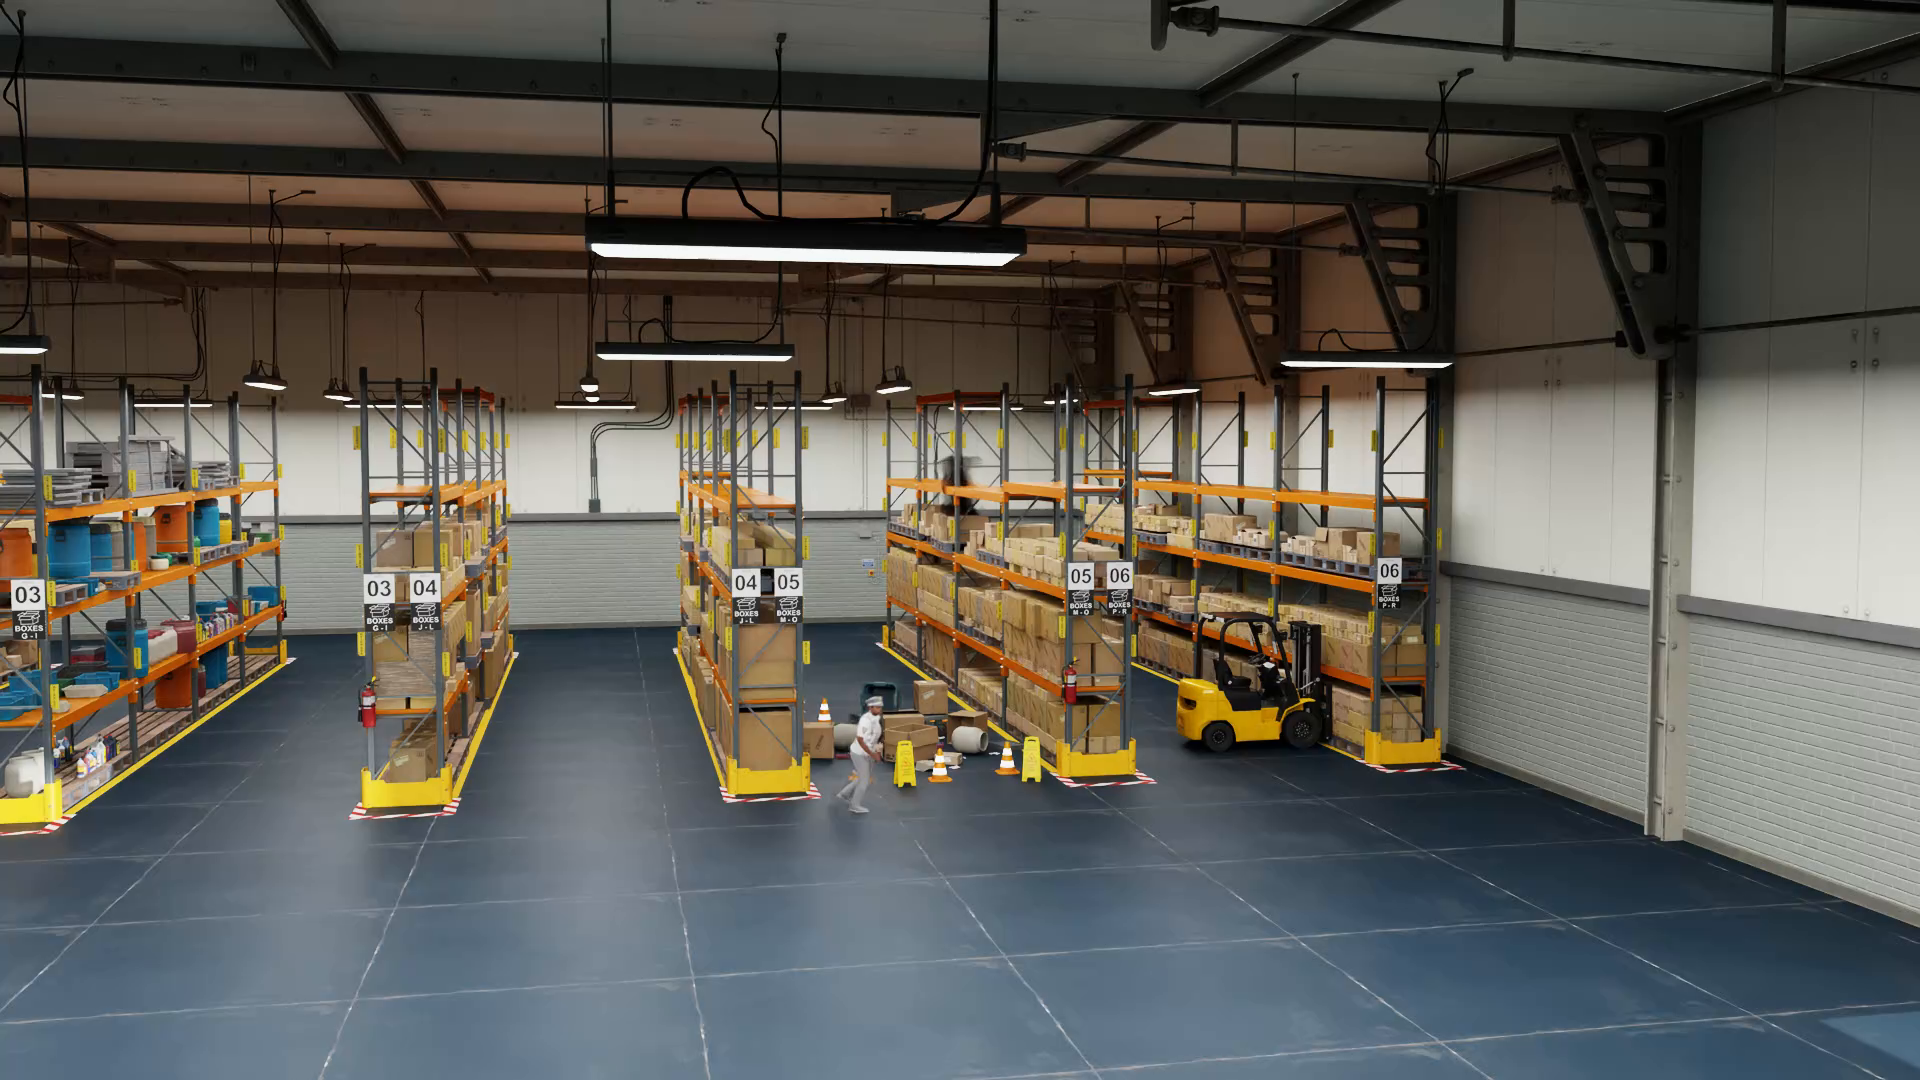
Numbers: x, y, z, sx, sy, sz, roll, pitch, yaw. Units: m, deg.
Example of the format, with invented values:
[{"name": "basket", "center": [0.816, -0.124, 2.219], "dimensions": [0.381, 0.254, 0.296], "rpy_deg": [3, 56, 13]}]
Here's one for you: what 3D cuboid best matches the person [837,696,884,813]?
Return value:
[{"name": "person", "center": [-1.344, 2.872, 22.378], "dimensions": [0.730, 1.607, 0.559], "rpy_deg": [1, 4, 18]}]
